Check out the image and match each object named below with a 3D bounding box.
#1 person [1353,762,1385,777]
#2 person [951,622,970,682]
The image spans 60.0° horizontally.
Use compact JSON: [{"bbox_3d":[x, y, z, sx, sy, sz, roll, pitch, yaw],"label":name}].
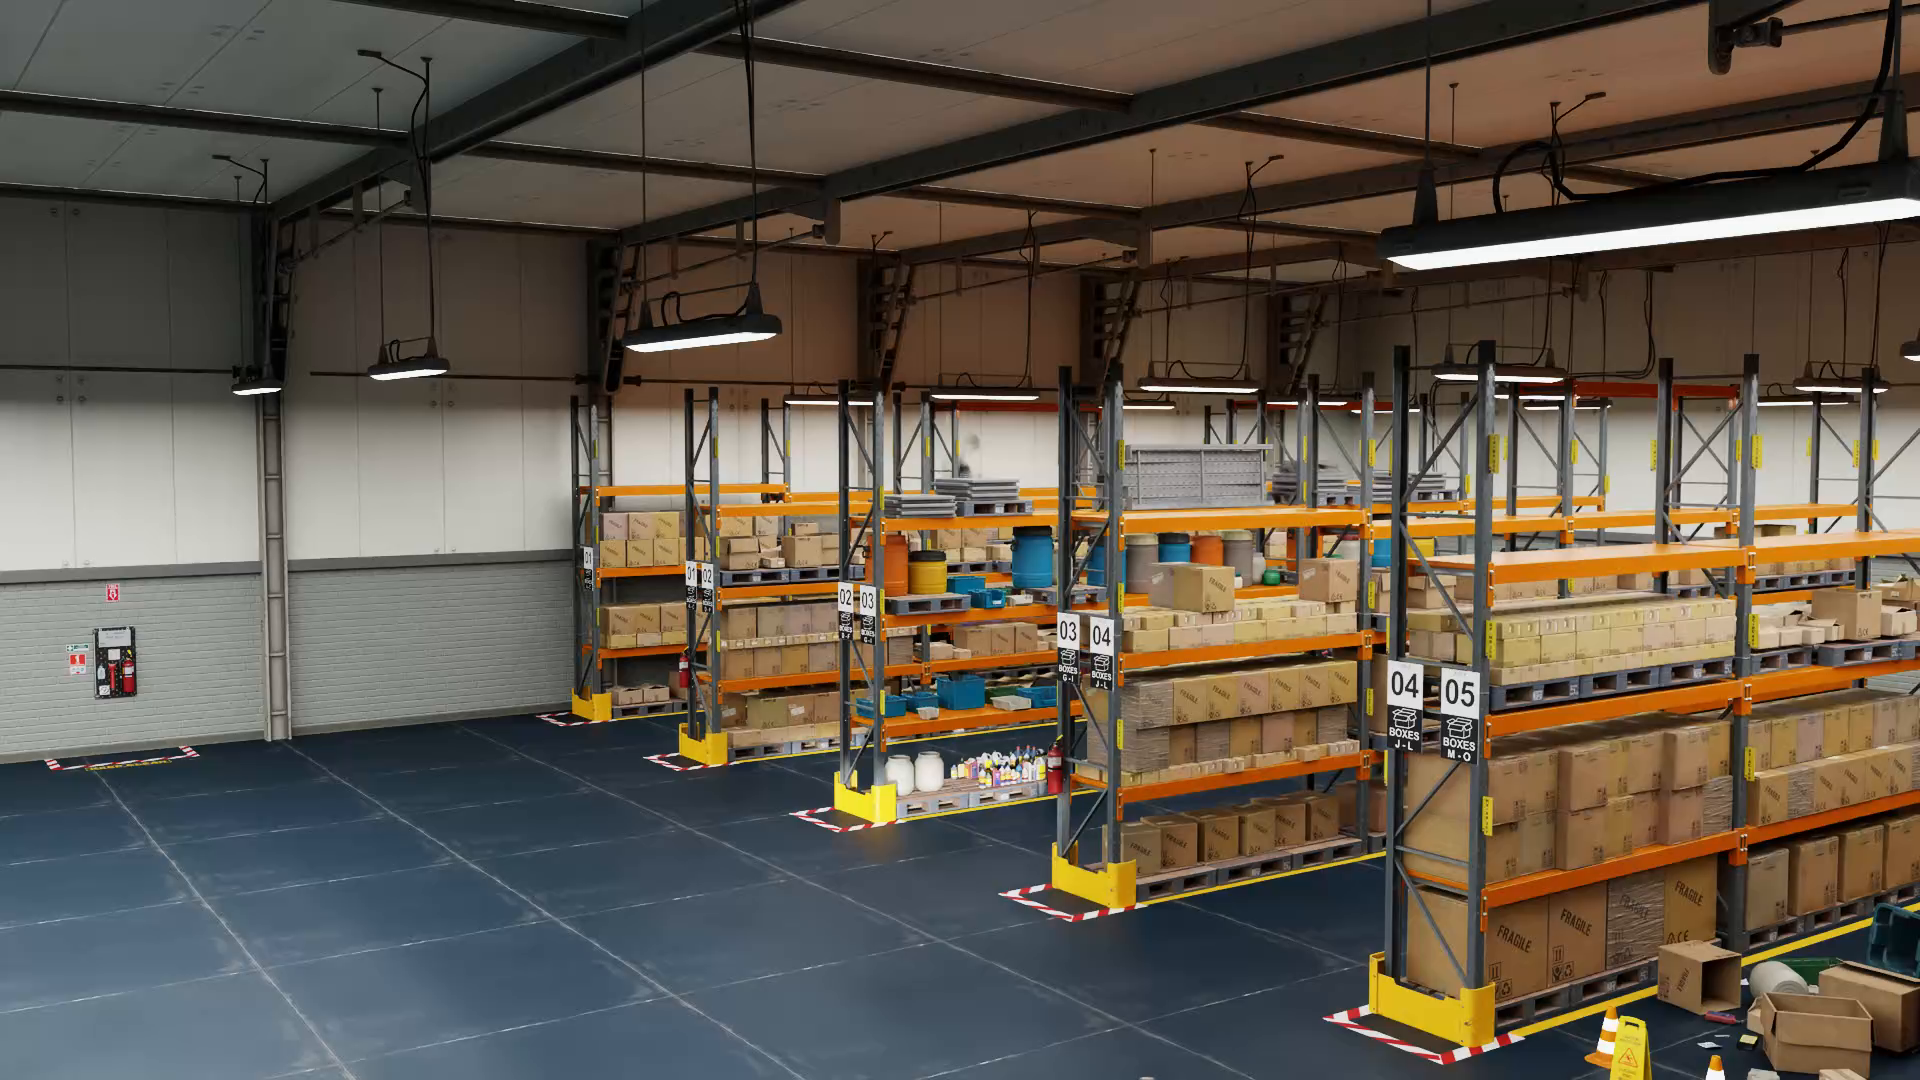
[{"bbox_3d":[6.062,2.881,24.792,0.592,1.619,0.608,-3,5,-40],"label":"person"},{"bbox_3d":[0.025,2.130,32.292,0.473,1.636,0.575,-2,4,-34],"label":"person"}]
